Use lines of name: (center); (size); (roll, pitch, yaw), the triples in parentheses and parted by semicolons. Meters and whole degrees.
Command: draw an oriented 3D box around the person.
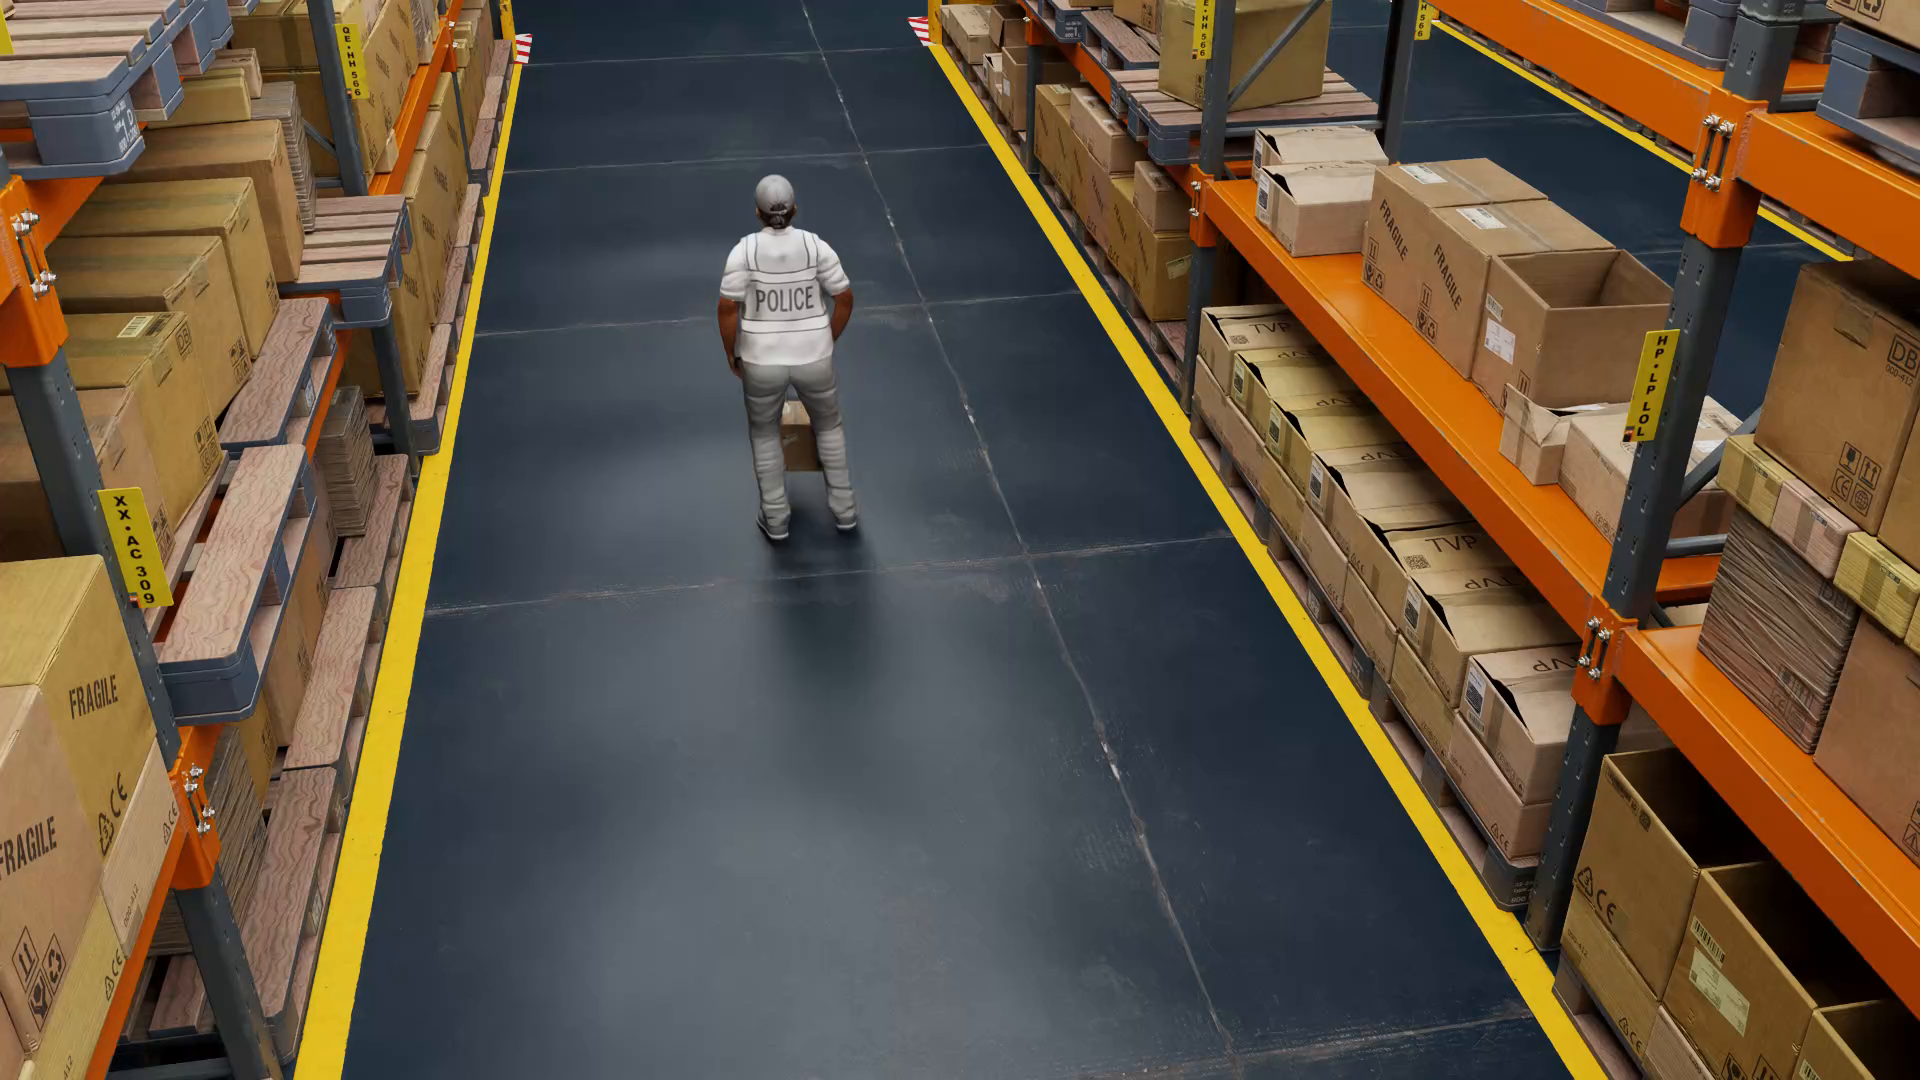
person: (-0.779, -0.829, 7.538); (0.606, 1.635, 0.506); (-6, 31, -10)
